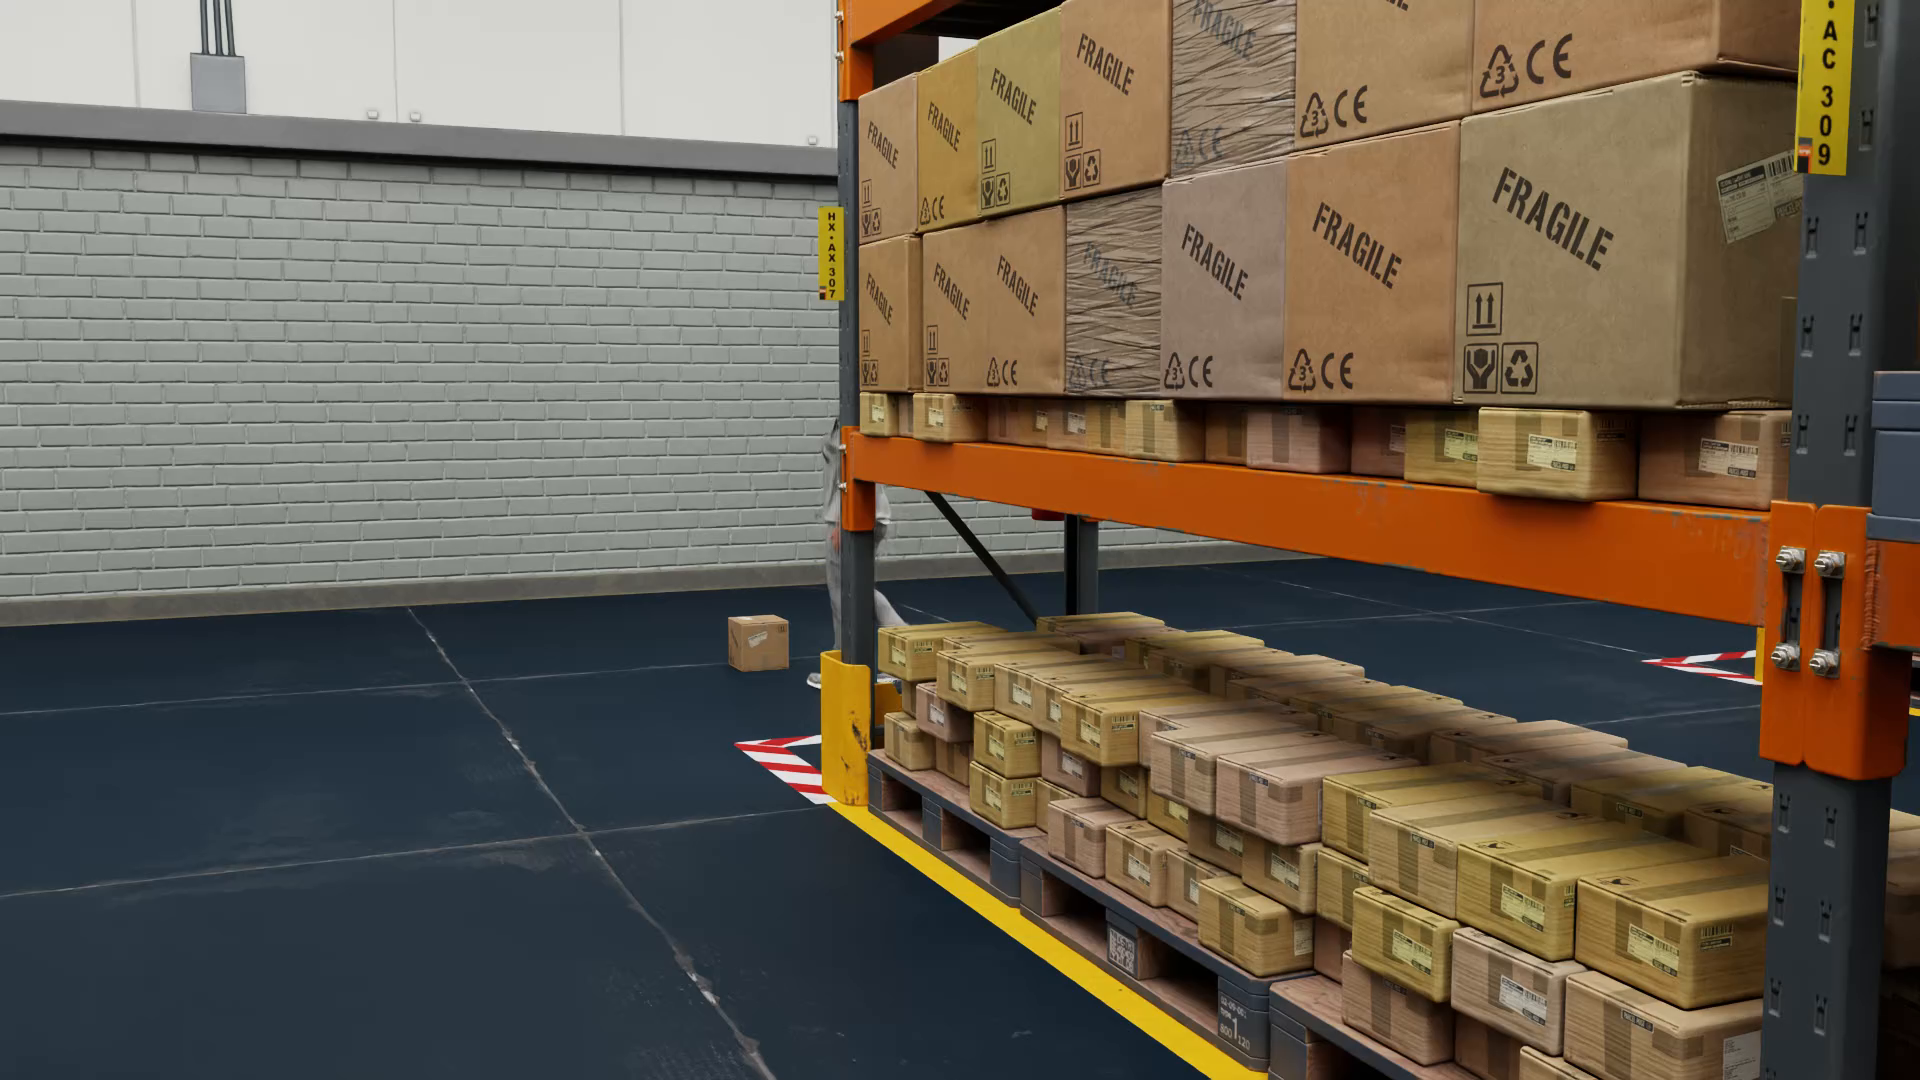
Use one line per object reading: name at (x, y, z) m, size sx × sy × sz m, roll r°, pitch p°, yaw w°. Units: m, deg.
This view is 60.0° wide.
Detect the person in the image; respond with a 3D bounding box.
person at (-0.475, -0.075, 7.913) m, size 0.575 × 1.595 × 0.443 m, roll 3°, pitch 6°, yaw 28°
